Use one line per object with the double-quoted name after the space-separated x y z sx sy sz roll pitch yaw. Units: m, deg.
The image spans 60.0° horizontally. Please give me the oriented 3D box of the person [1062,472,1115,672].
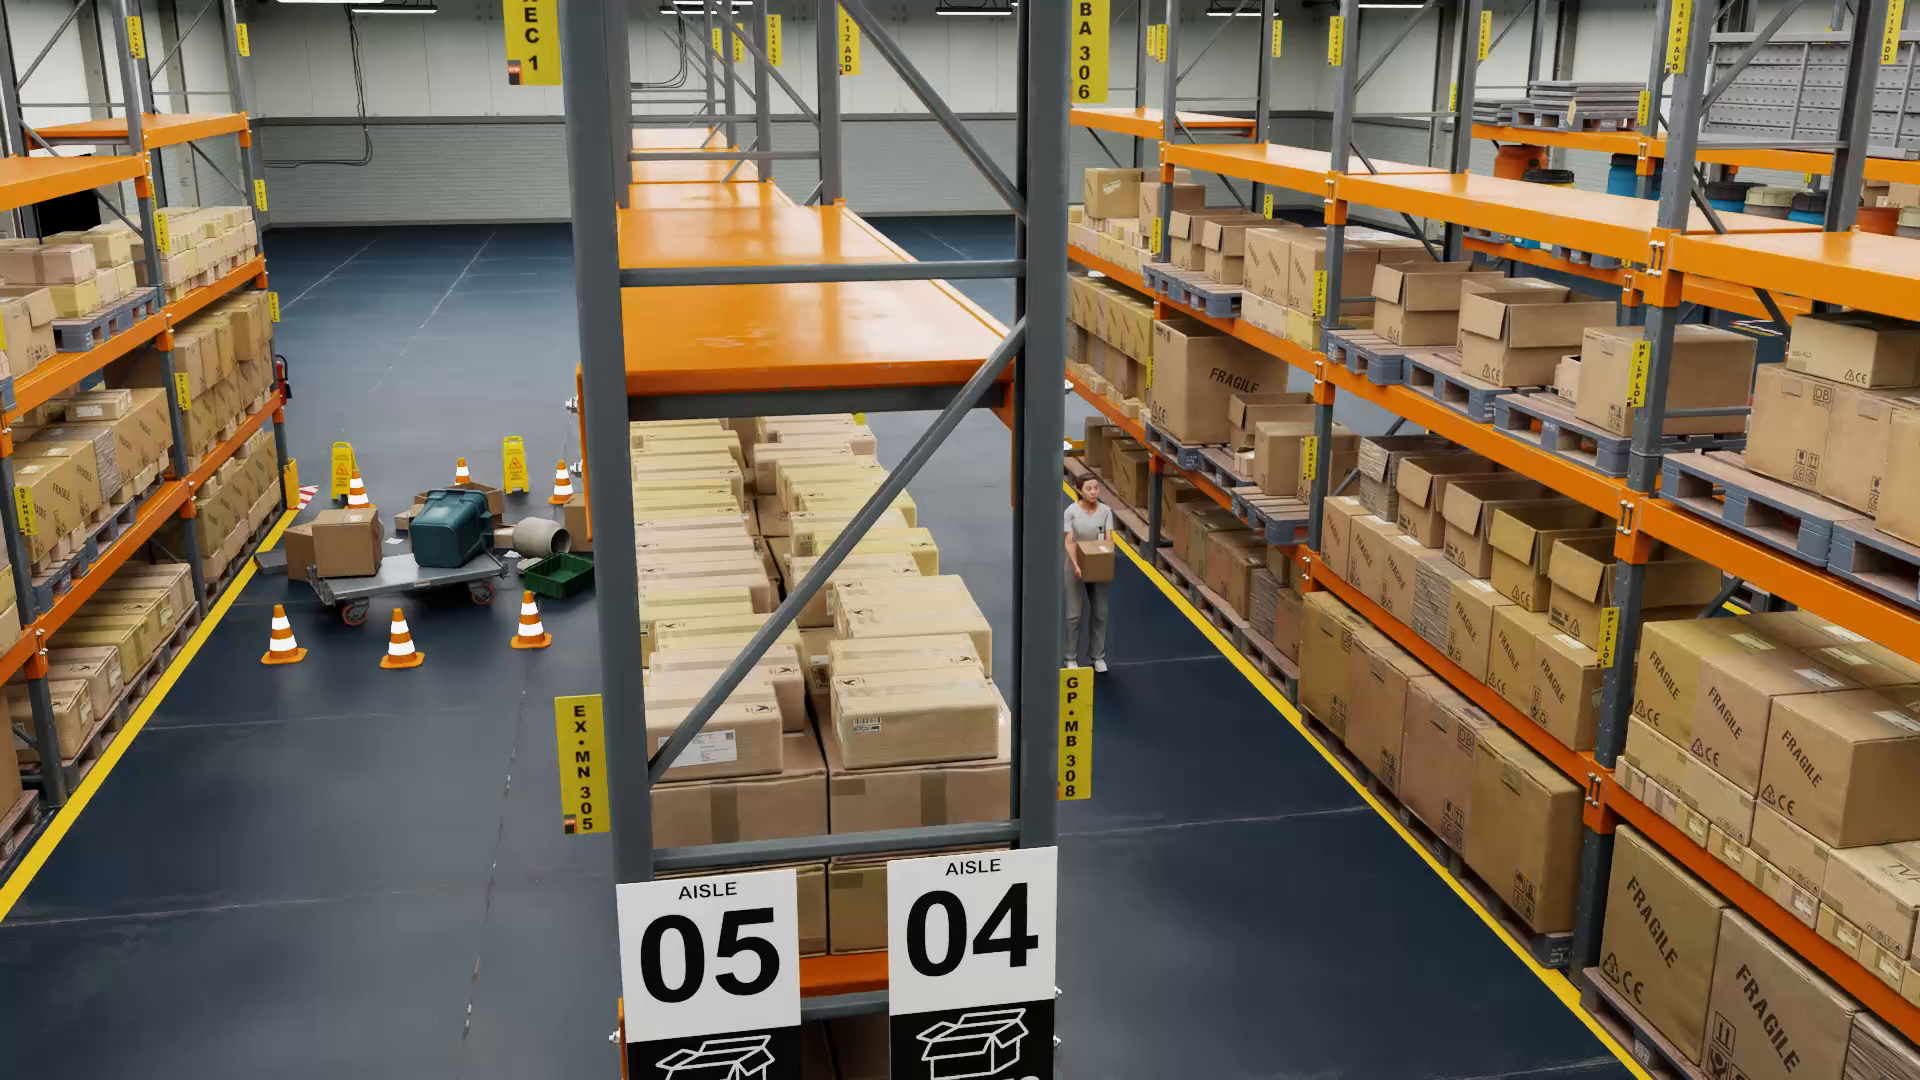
1.053 0.283 13.600 0.435 1.668 0.538 -3 17 -10 "person"
